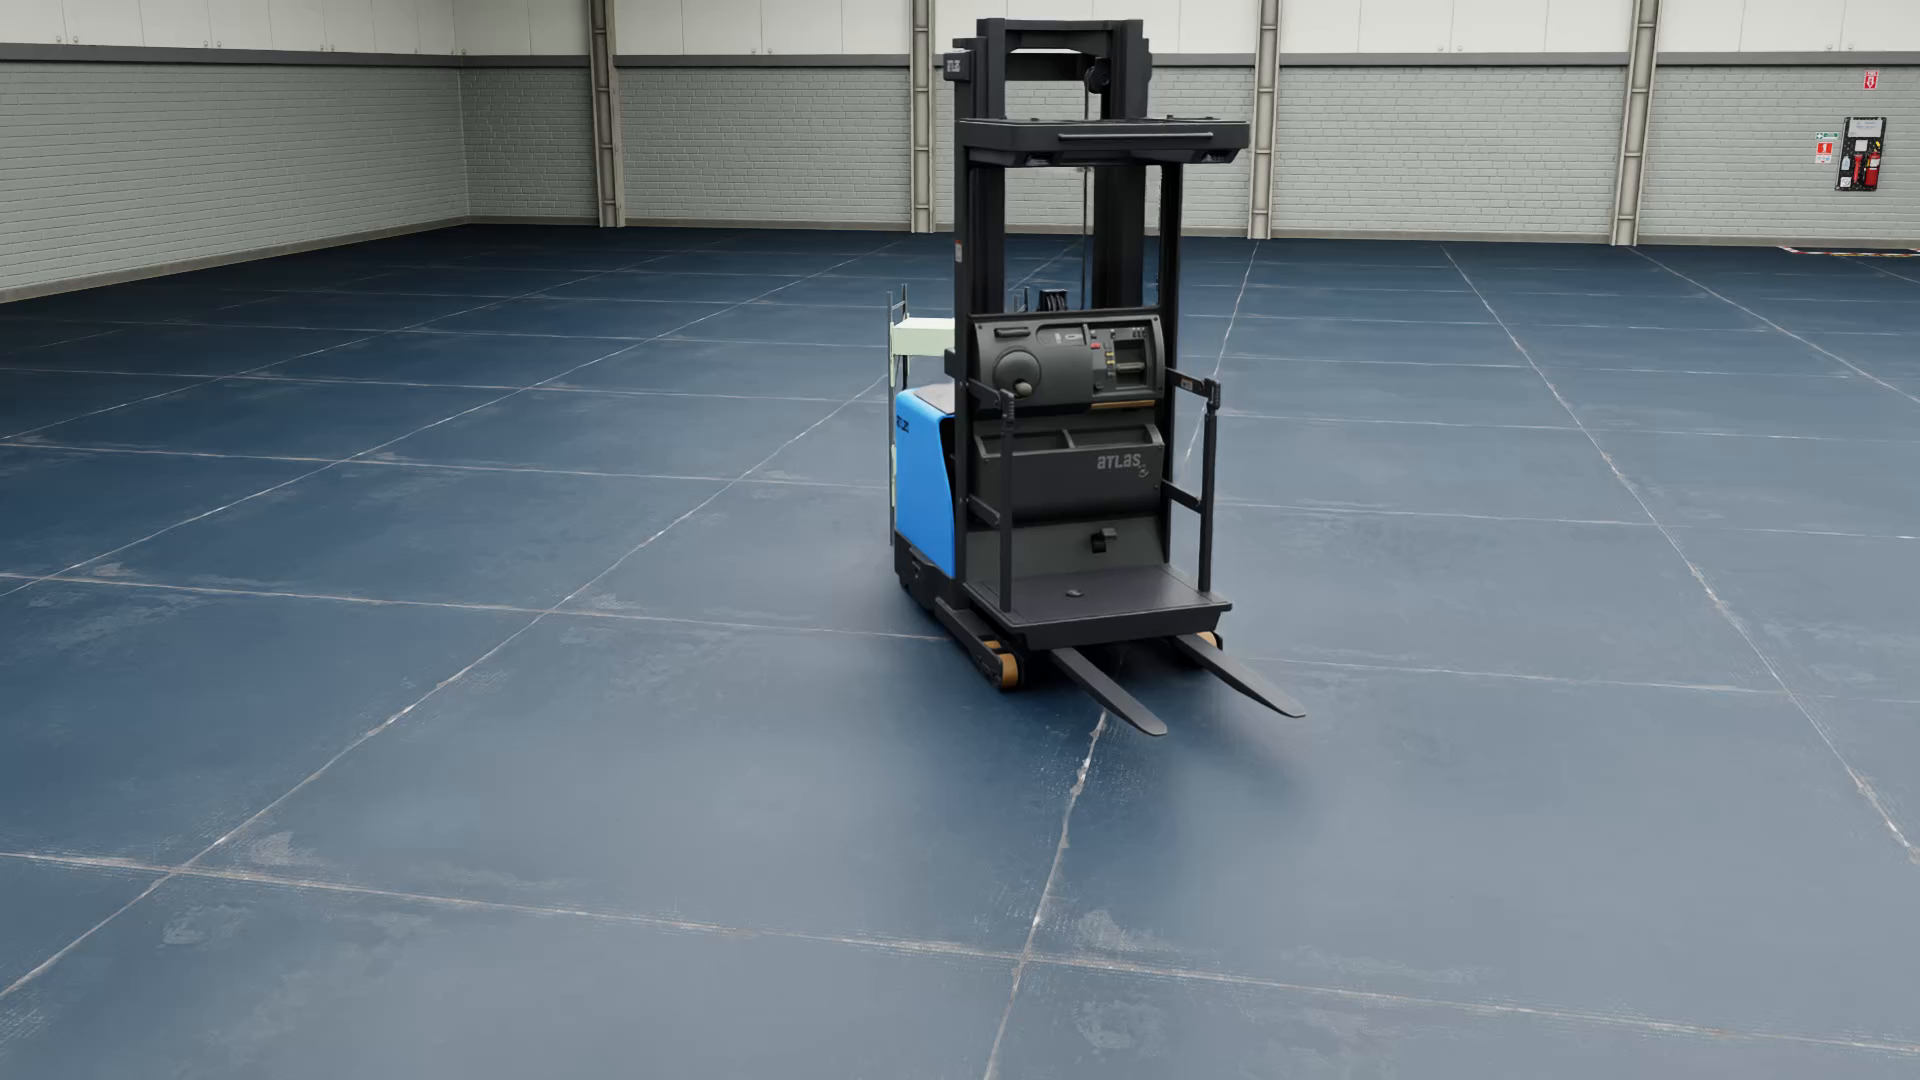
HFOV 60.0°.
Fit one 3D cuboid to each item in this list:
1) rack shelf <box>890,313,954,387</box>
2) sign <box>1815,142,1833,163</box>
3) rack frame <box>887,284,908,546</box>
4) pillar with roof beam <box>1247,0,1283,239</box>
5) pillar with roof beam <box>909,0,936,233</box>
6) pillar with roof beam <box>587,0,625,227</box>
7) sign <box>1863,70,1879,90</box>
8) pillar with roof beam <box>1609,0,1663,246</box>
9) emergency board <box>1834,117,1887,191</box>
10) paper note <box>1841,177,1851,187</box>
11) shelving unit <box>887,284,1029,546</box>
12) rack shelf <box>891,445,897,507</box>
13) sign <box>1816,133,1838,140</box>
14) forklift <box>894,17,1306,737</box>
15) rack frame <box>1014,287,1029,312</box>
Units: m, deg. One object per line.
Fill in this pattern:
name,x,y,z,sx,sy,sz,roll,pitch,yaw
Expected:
rack shelf,-0.007,-1.099,9.689,0.720,0.370,0.431,3,16,11
sign,14.044,-6.292,27.022,0.234,0.329,0.001,3,16,11
rack frame,-0.365,-0.743,9.863,0.023,1.500,0.400,3,16,11
pillar with roof beam,4.362,-8.481,23.751,0.400,9.000,9.100,3,16,11
pillar with roof beam,-1.518,-8.800,24.903,0.400,9.000,9.100,3,16,11
pillar with roof beam,-7.398,-9.119,26.056,0.400,9.000,9.100,3,16,11
sign,14.577,-7.362,26.610,0.199,0.298,0.001,3,16,11
pillar with roof beam,10.241,-8.162,22.599,0.400,9.000,9.100,3,16,11
emergency board,14.565,-6.219,26.823,0.643,1.169,0.194,3,16,11
paper note,14.405,-5.822,27.040,0.142,0.148,0.016,3,16,11
shelving unit,-0.007,-0.723,9.793,0.755,1.500,0.431,3,16,11
rack shelf,-0.007,-0.409,9.880,0.720,0.370,0.431,3,16,11
sign,14.046,-6.545,26.942,0.331,0.109,0.001,3,16,11
forklift,0.589,-0.854,7.585,1.130,2.935,3.031,-5,16,-18
rack frame,0.352,-0.704,9.723,0.023,1.500,0.400,3,16,11
